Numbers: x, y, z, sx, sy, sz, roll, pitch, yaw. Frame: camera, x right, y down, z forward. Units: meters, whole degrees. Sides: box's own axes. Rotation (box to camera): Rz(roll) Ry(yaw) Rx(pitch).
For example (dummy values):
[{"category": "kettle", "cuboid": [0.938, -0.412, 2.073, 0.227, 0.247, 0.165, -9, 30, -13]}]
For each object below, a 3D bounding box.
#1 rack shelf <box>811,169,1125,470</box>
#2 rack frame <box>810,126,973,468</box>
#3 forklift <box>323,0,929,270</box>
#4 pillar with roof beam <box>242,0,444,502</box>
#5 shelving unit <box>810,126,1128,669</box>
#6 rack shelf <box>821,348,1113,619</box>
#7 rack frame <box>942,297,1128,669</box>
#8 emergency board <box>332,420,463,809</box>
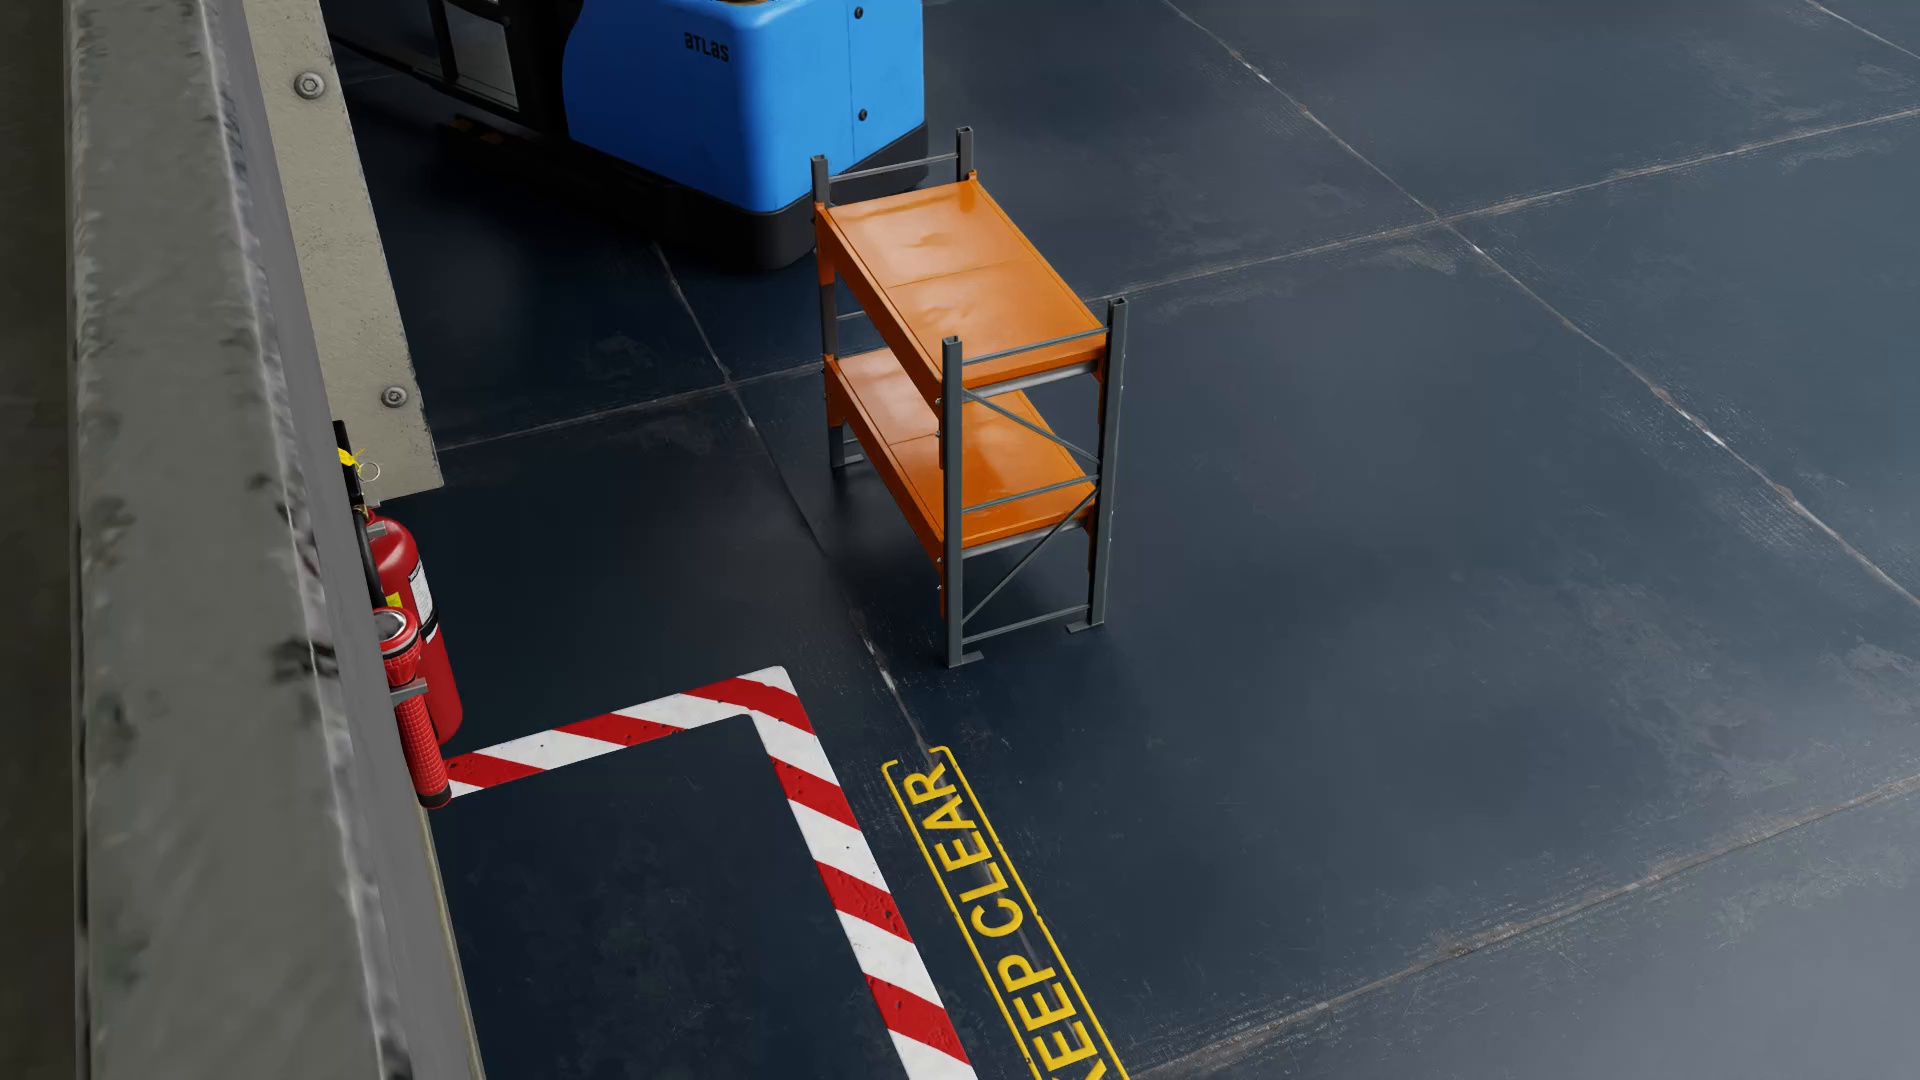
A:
[{"category": "rack shelf", "cuboid": [-0.003, -0.652, 4.697, 0.538, 0.278, 1.000, -15, 43, -17]}, {"category": "rack frame", "cuboid": [-0.197, -0.737, 5.244, 0.500, 1.125, 0.032, -15, 43, -17]}, {"category": "forklift", "cuboid": [-1.614, -2.921, 6.399, 3.031, 2.935, 1.130, 26, 47, 27]}, {"category": "pillar with roof beam", "cuboid": [2.067, -4.745, 3.866, 9.100, 9.000, 0.400, -15, 43, -17]}, {"category": "shelving unit", "cuboid": [-0.003, -0.431, 4.888, 0.538, 1.125, 1.048, -15, 43, -17]}, {"category": "rack shelf", "cuboid": [-0.003, -0.245, 5.047, 0.538, 0.278, 1.000, -15, 43, -17]}, {"category": "rack frame", "cuboid": [0.192, -0.124, 4.532, 0.500, 1.125, 0.032, -15, 43, -17]}, {"category": "emergency board", "cuboid": [-1.000, 0.102, 2.831, 0.194, 1.169, 0.643, -15, 43, -17]}]
